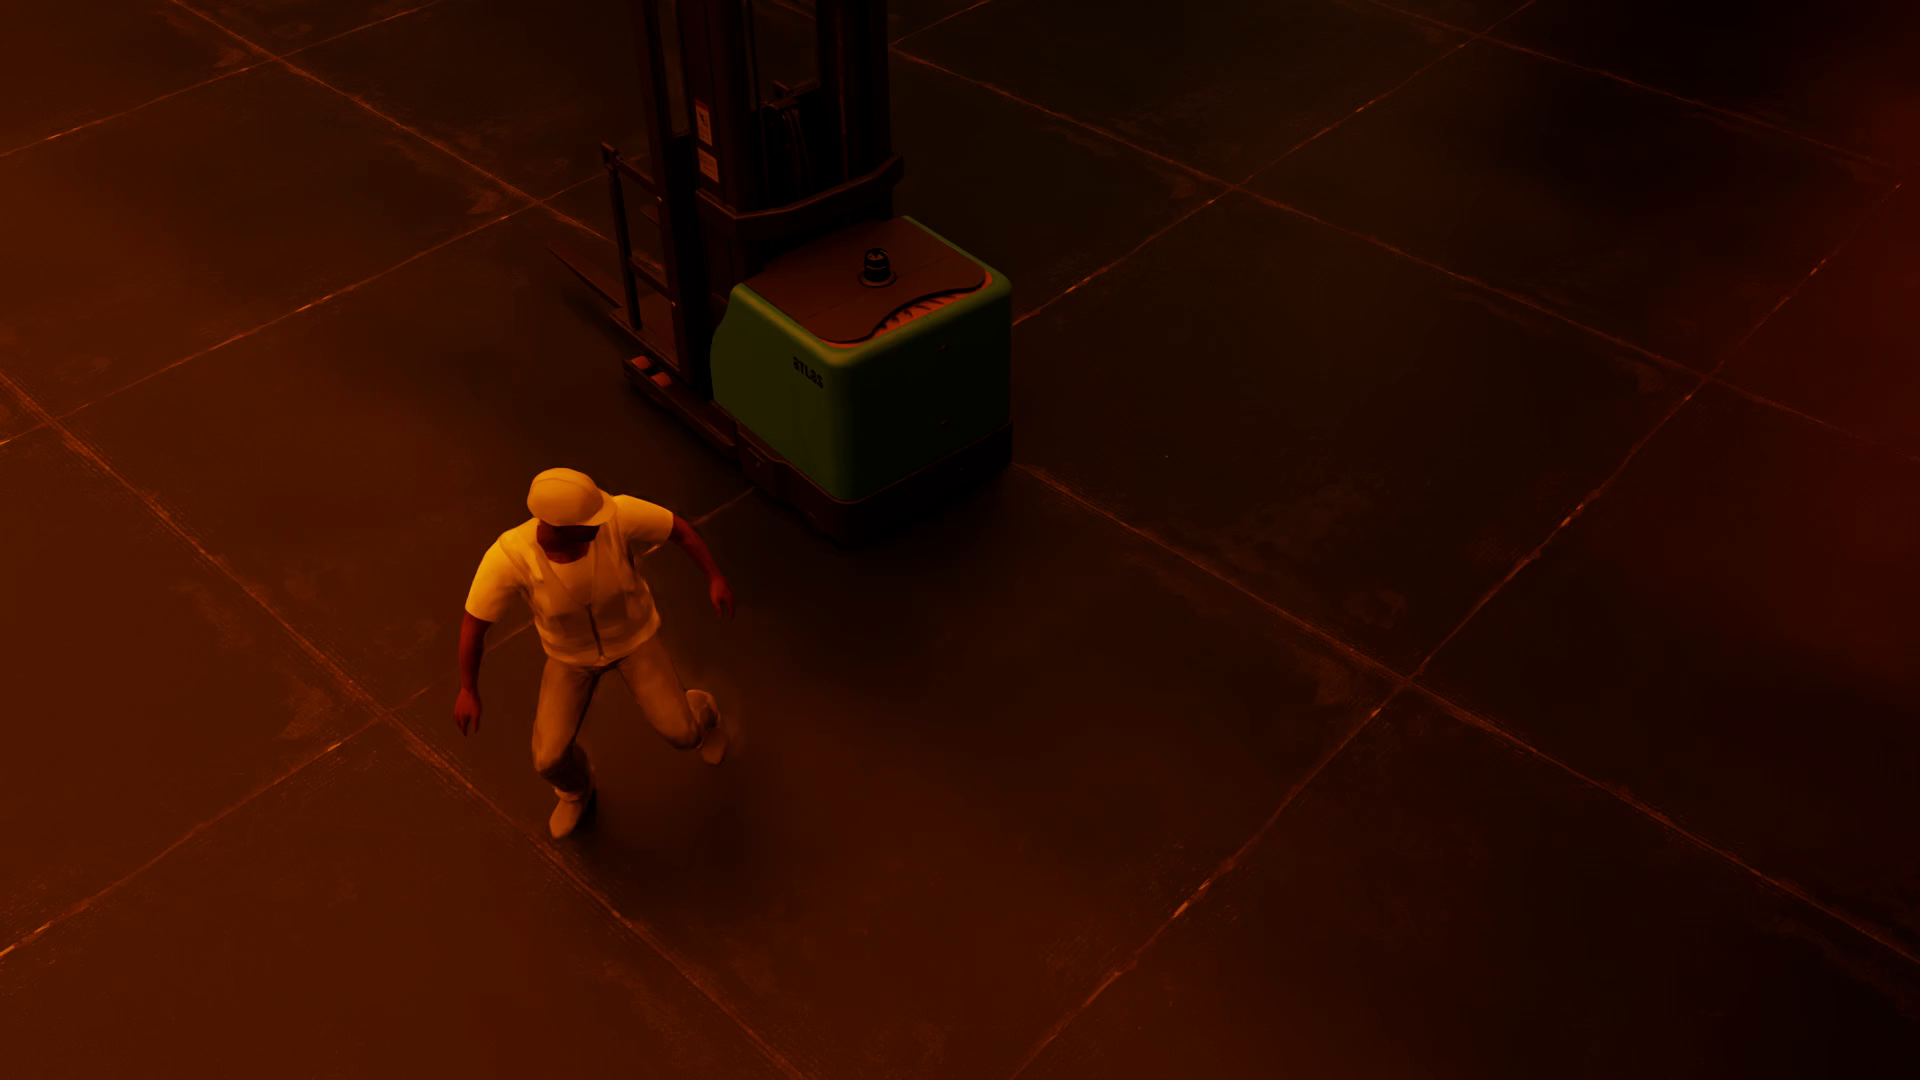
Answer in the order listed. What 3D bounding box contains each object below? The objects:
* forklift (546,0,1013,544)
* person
[{"bbox_3d":[-1.081,-1.985,7.742,1.130,2.935,3.031,-29,48,-29],"label":"forklift"},{"bbox_3d":[-1.315,0.385,6.001,1.039,1.646,0.524,-8,41,-9],"label":"person"}]
